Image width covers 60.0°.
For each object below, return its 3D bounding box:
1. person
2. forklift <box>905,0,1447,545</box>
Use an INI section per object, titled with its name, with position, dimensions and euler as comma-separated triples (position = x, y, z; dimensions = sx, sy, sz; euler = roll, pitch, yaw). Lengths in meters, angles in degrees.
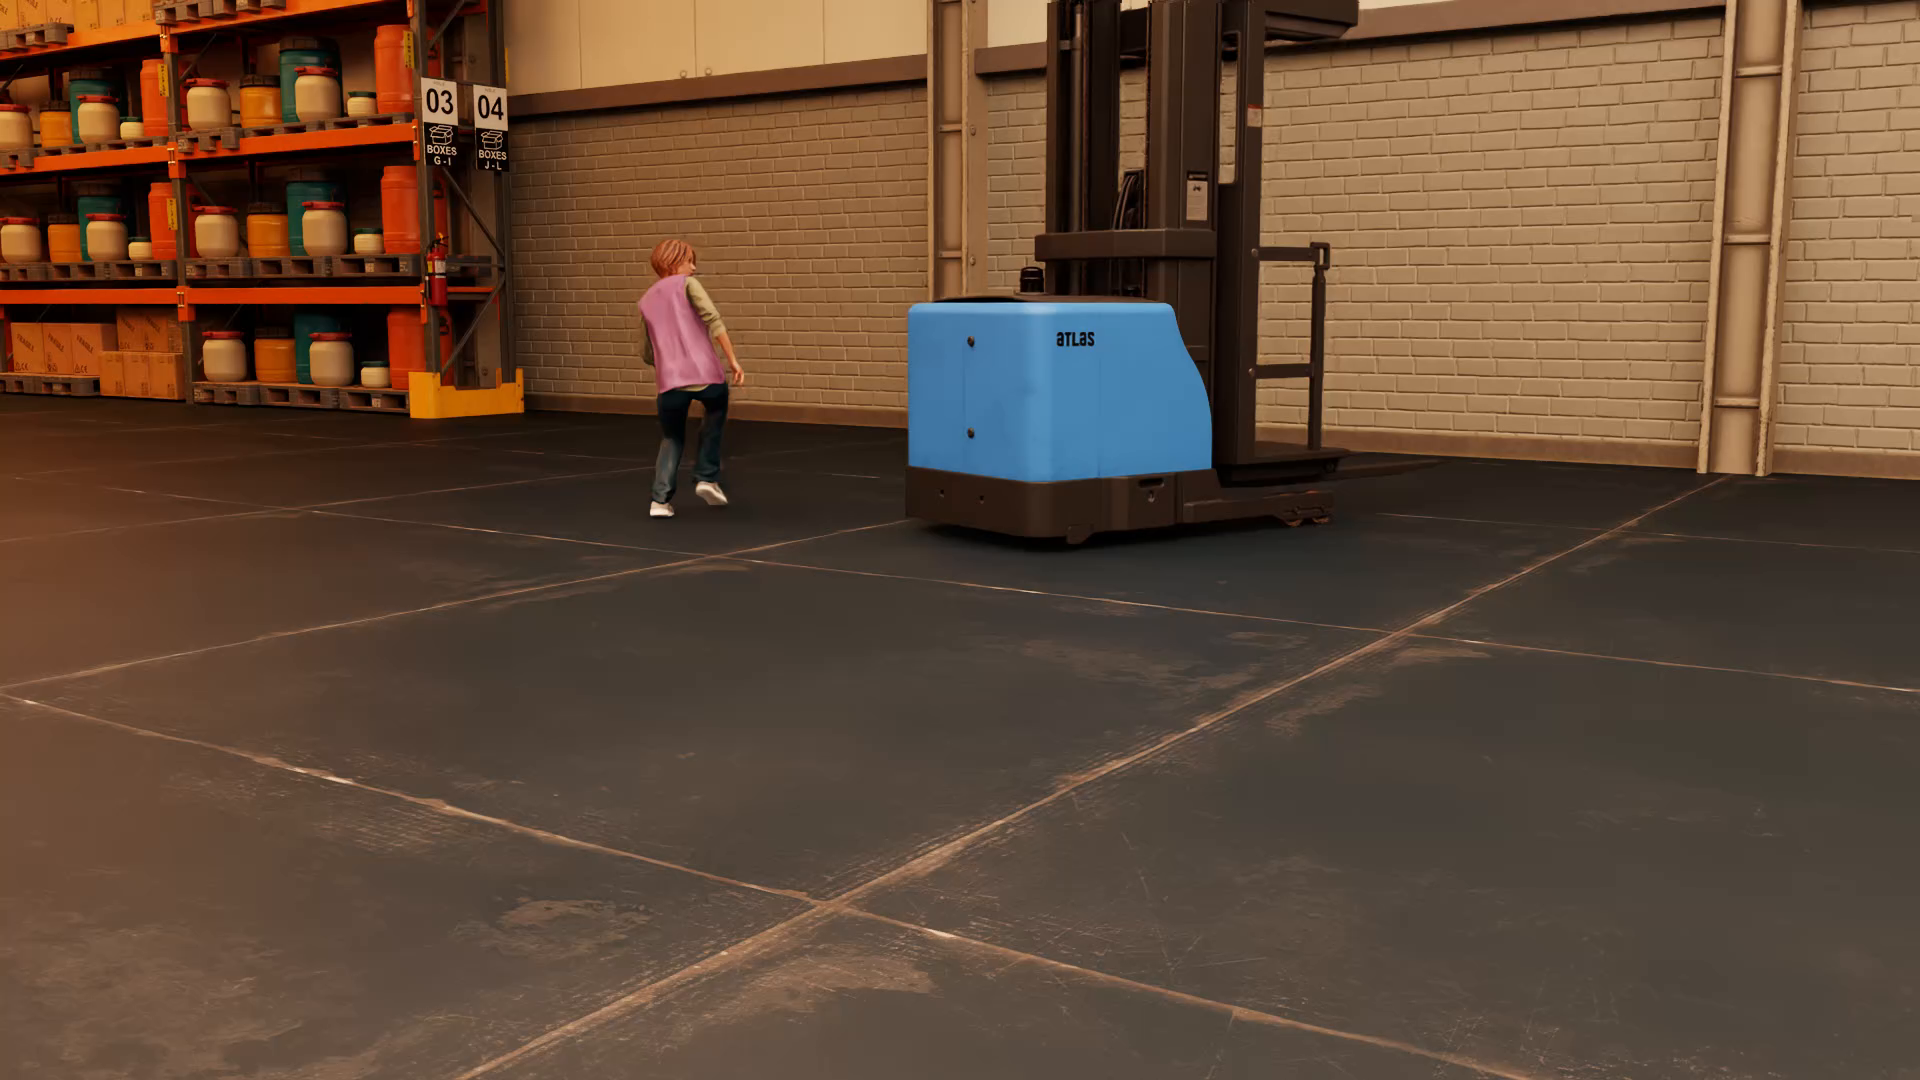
[person]
position = -1.338, -0.824, 8.509
dimensions = 0.639, 1.409, 0.673
euler = 1, 8, 8
[forklift]
position = 1.227, -1.568, 8.221
dimensions = 3.031, 2.935, 1.130
euler = -6, 10, -36
